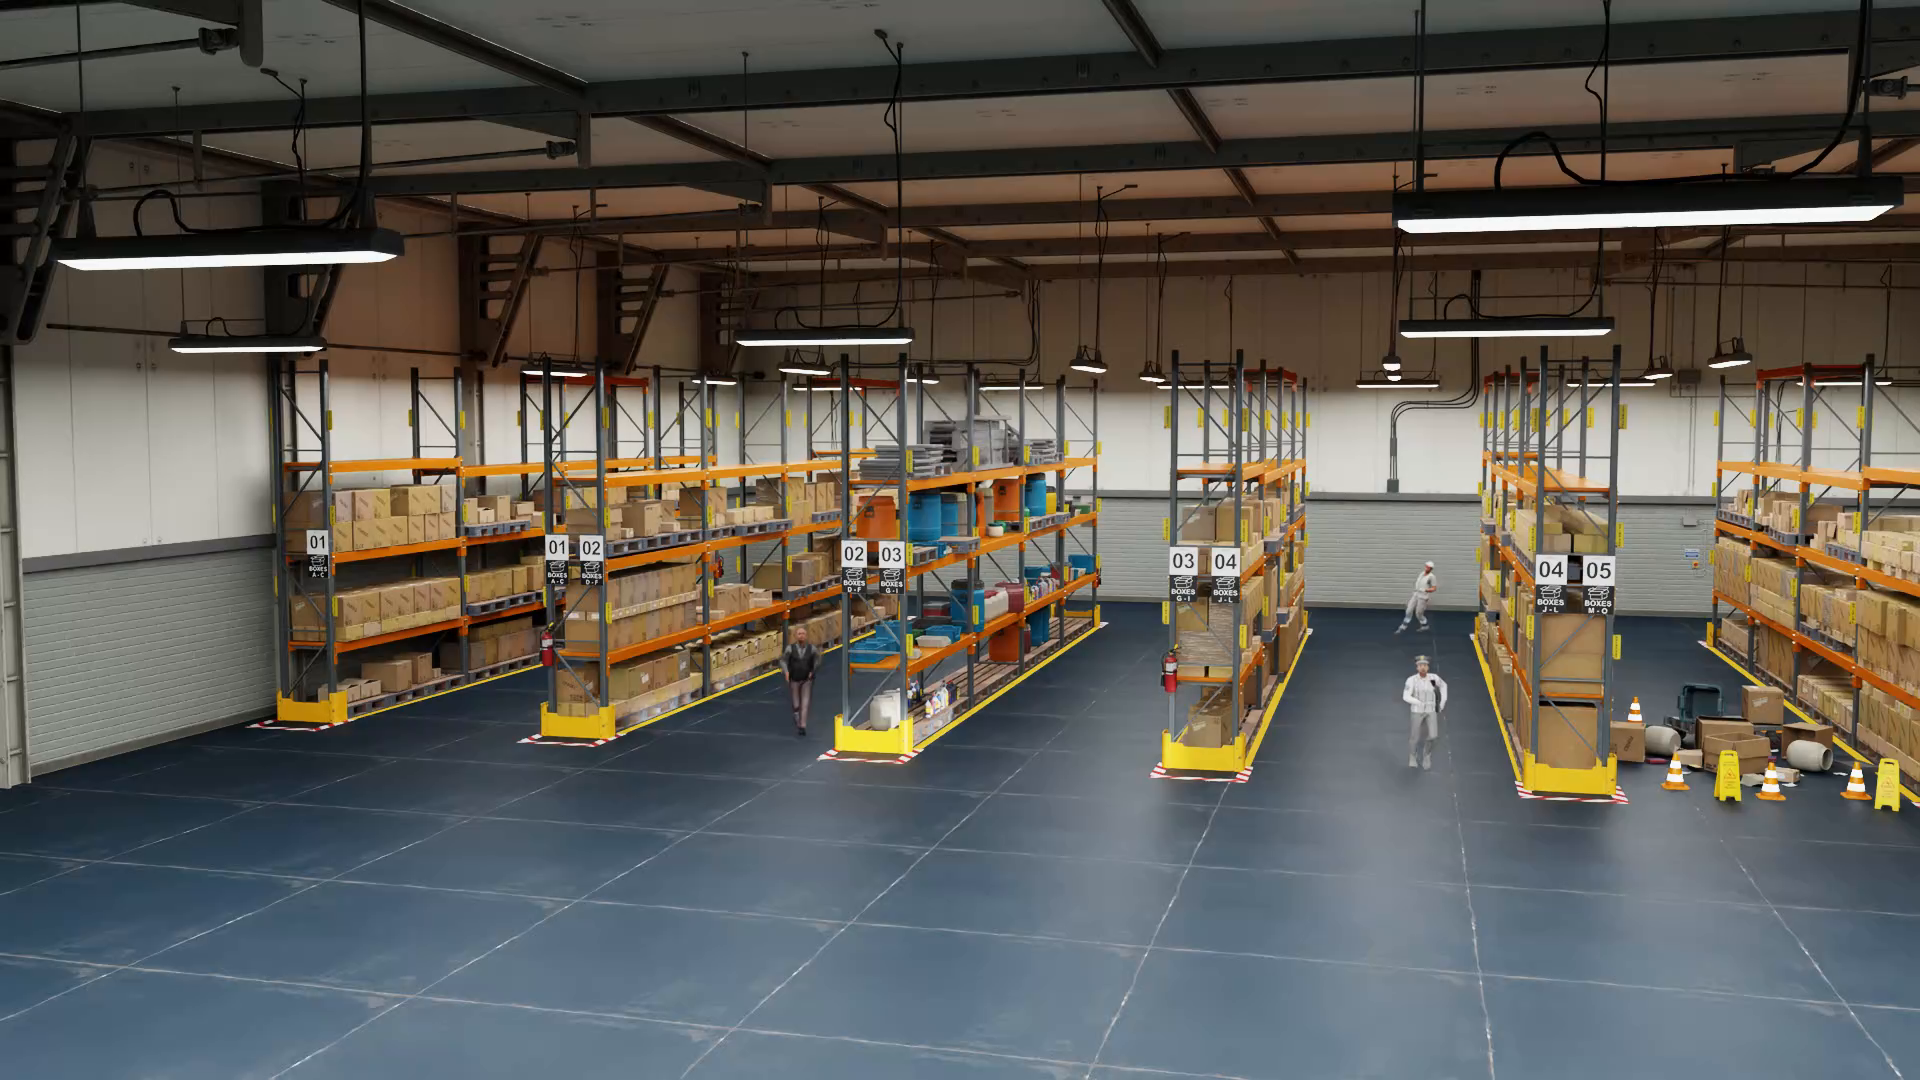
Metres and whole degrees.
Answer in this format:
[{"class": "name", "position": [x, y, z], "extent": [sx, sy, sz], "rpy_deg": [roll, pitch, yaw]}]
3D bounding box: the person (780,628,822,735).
[{"class": "person", "position": [-2.540, 2.250, 26.615], "extent": [0.674, 1.679, 0.685], "rpy_deg": [-1, 4, -8]}]

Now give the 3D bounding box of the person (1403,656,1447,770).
[{"class": "person", "position": [6.616, 2.455, 23.648], "extent": [0.627, 1.655, 0.792], "rpy_deg": [1, 4, 9]}]

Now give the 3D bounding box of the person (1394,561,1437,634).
[{"class": "person", "position": [10.640, 1.356, 38.610], "extent": [0.817, 1.718, 0.778], "rpy_deg": [-2, 4, -22]}]

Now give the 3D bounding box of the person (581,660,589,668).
[{"class": "person", "position": [-7.048, 1.958, 31.287], "extent": [0.514, 1.628, 0.653], "rpy_deg": [1, 4, 9]}]
